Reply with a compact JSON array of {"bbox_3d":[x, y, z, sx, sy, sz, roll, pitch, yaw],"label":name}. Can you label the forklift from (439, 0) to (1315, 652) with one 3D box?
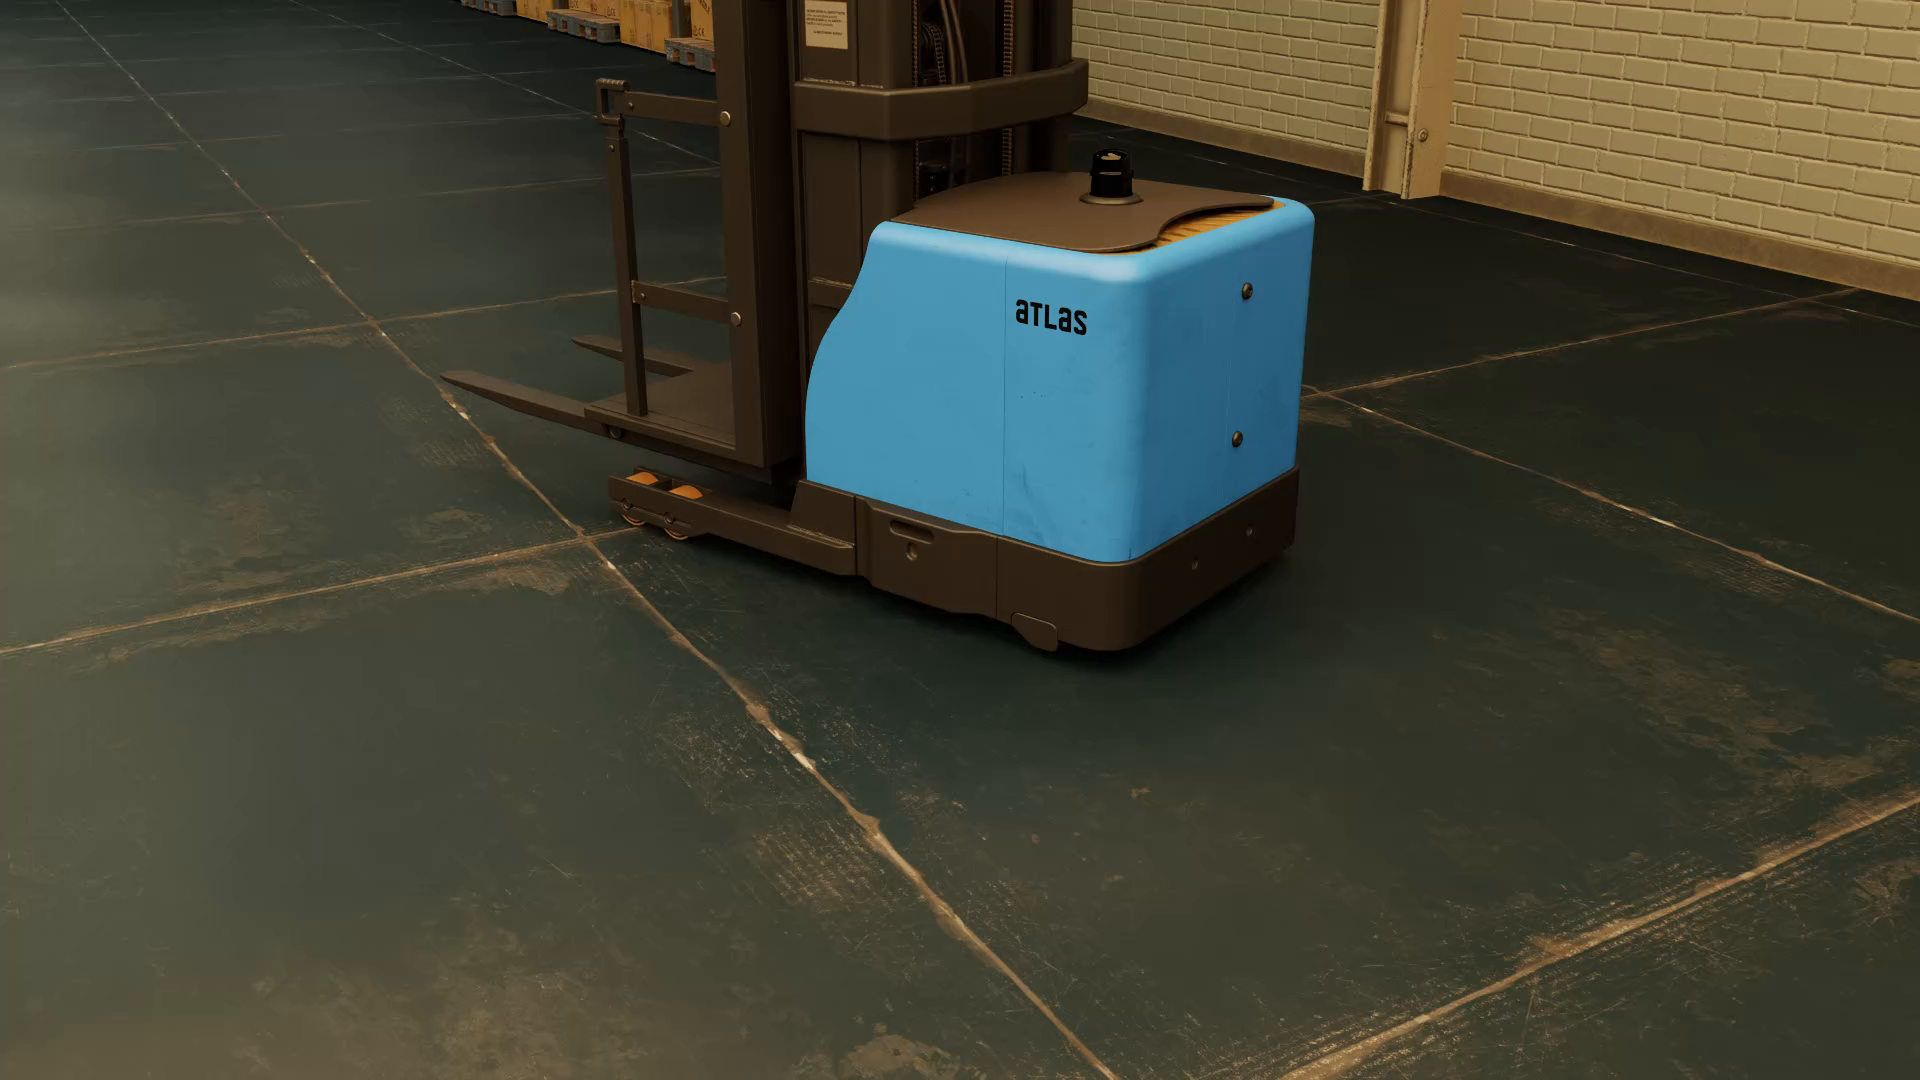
[{"bbox_3d":[-0.481,-1.497,4.922,3.031,2.935,1.130,16,27,34],"label":"forklift"}]
